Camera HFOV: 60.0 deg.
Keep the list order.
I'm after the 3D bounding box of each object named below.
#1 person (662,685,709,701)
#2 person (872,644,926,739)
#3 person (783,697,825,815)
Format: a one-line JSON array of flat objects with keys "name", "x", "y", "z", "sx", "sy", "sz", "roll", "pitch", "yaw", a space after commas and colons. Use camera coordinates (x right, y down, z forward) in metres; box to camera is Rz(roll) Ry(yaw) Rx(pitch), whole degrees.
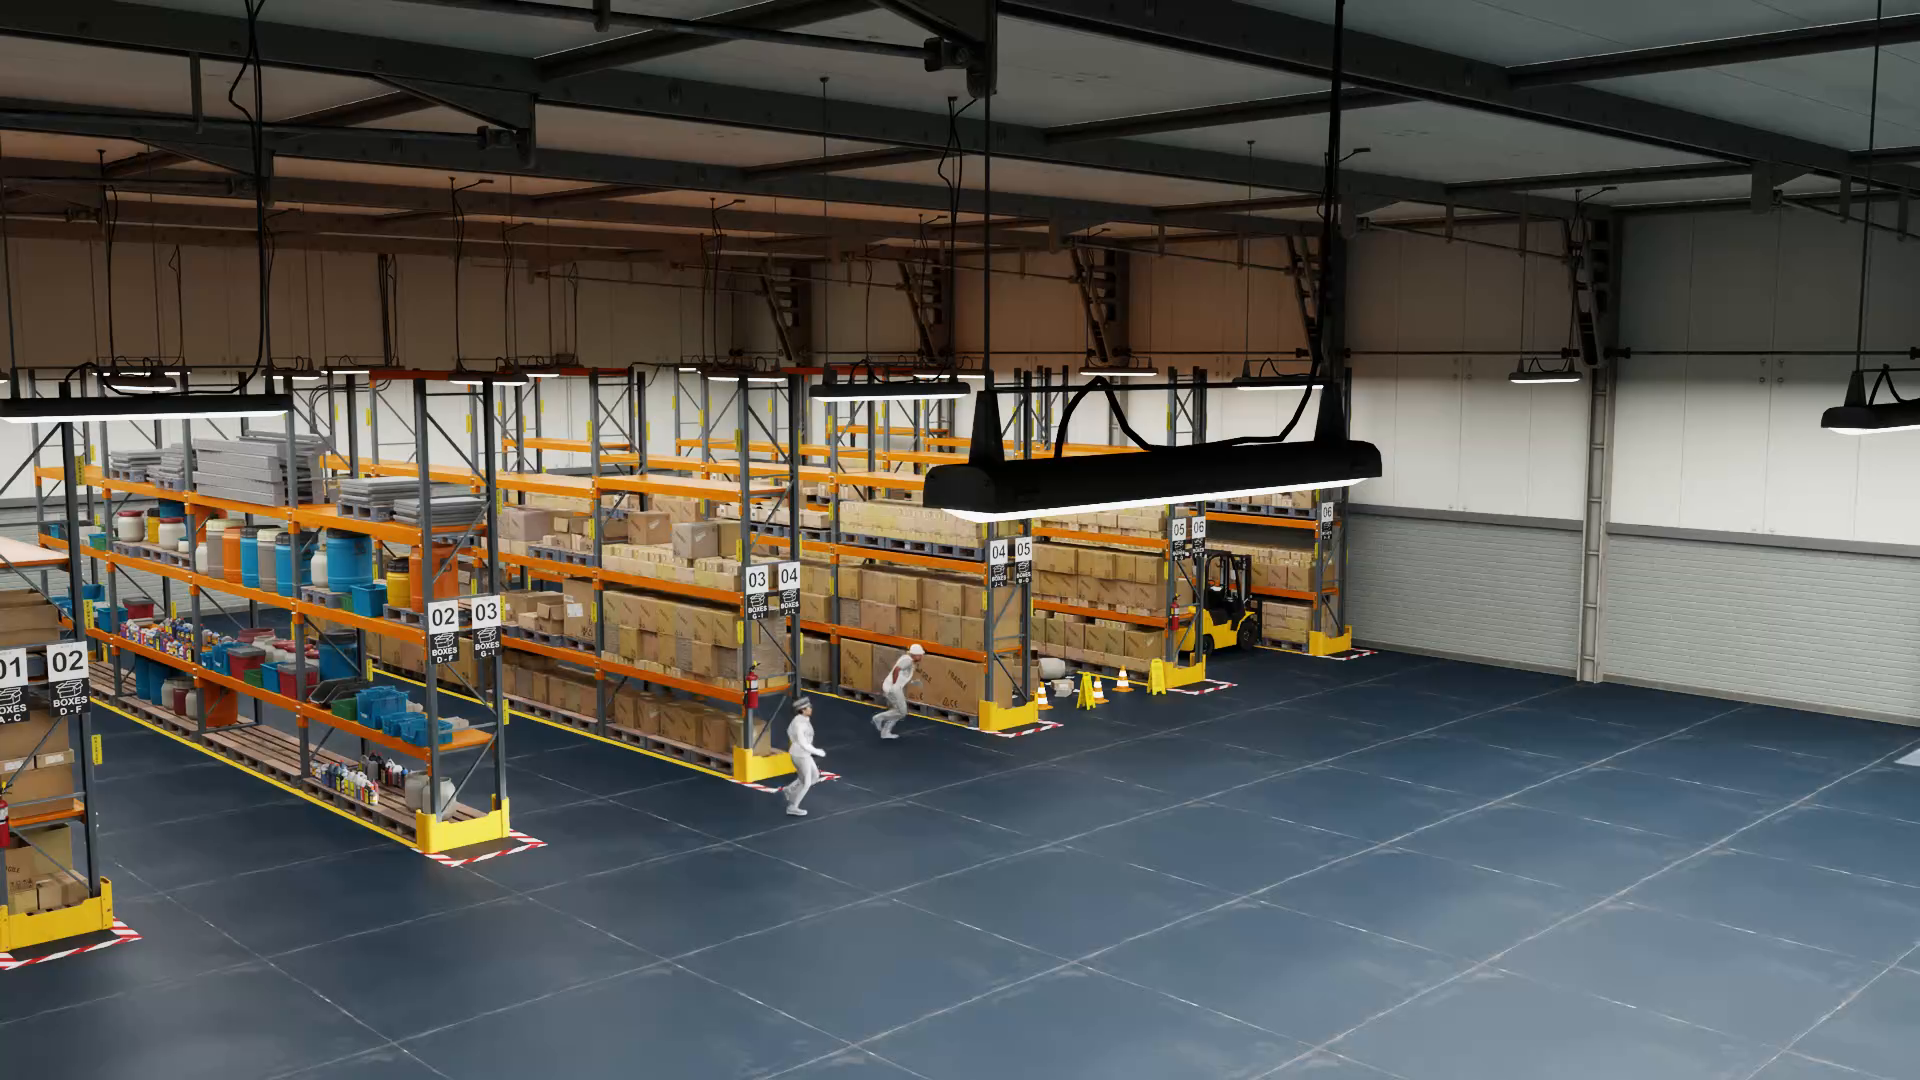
[{"name": "person", "x": -4.983, "y": 2.060, "z": 30.205, "sx": 0.917, "sy": 1.749, "sz": 0.672, "roll": 2, "pitch": 7, "yaw": 20}, {"name": "person", "x": -0.970, "y": 2.460, "z": 27.186, "sx": 0.829, "sy": 1.522, "sz": 0.712, "roll": 0, "pitch": 6, "yaw": 0}, {"name": "person", "x": -2.142, "y": 2.951, "z": 22.799, "sx": 0.578, "sy": 1.641, "sz": 0.600, "roll": -1, "pitch": 7, "yaw": -9}]
